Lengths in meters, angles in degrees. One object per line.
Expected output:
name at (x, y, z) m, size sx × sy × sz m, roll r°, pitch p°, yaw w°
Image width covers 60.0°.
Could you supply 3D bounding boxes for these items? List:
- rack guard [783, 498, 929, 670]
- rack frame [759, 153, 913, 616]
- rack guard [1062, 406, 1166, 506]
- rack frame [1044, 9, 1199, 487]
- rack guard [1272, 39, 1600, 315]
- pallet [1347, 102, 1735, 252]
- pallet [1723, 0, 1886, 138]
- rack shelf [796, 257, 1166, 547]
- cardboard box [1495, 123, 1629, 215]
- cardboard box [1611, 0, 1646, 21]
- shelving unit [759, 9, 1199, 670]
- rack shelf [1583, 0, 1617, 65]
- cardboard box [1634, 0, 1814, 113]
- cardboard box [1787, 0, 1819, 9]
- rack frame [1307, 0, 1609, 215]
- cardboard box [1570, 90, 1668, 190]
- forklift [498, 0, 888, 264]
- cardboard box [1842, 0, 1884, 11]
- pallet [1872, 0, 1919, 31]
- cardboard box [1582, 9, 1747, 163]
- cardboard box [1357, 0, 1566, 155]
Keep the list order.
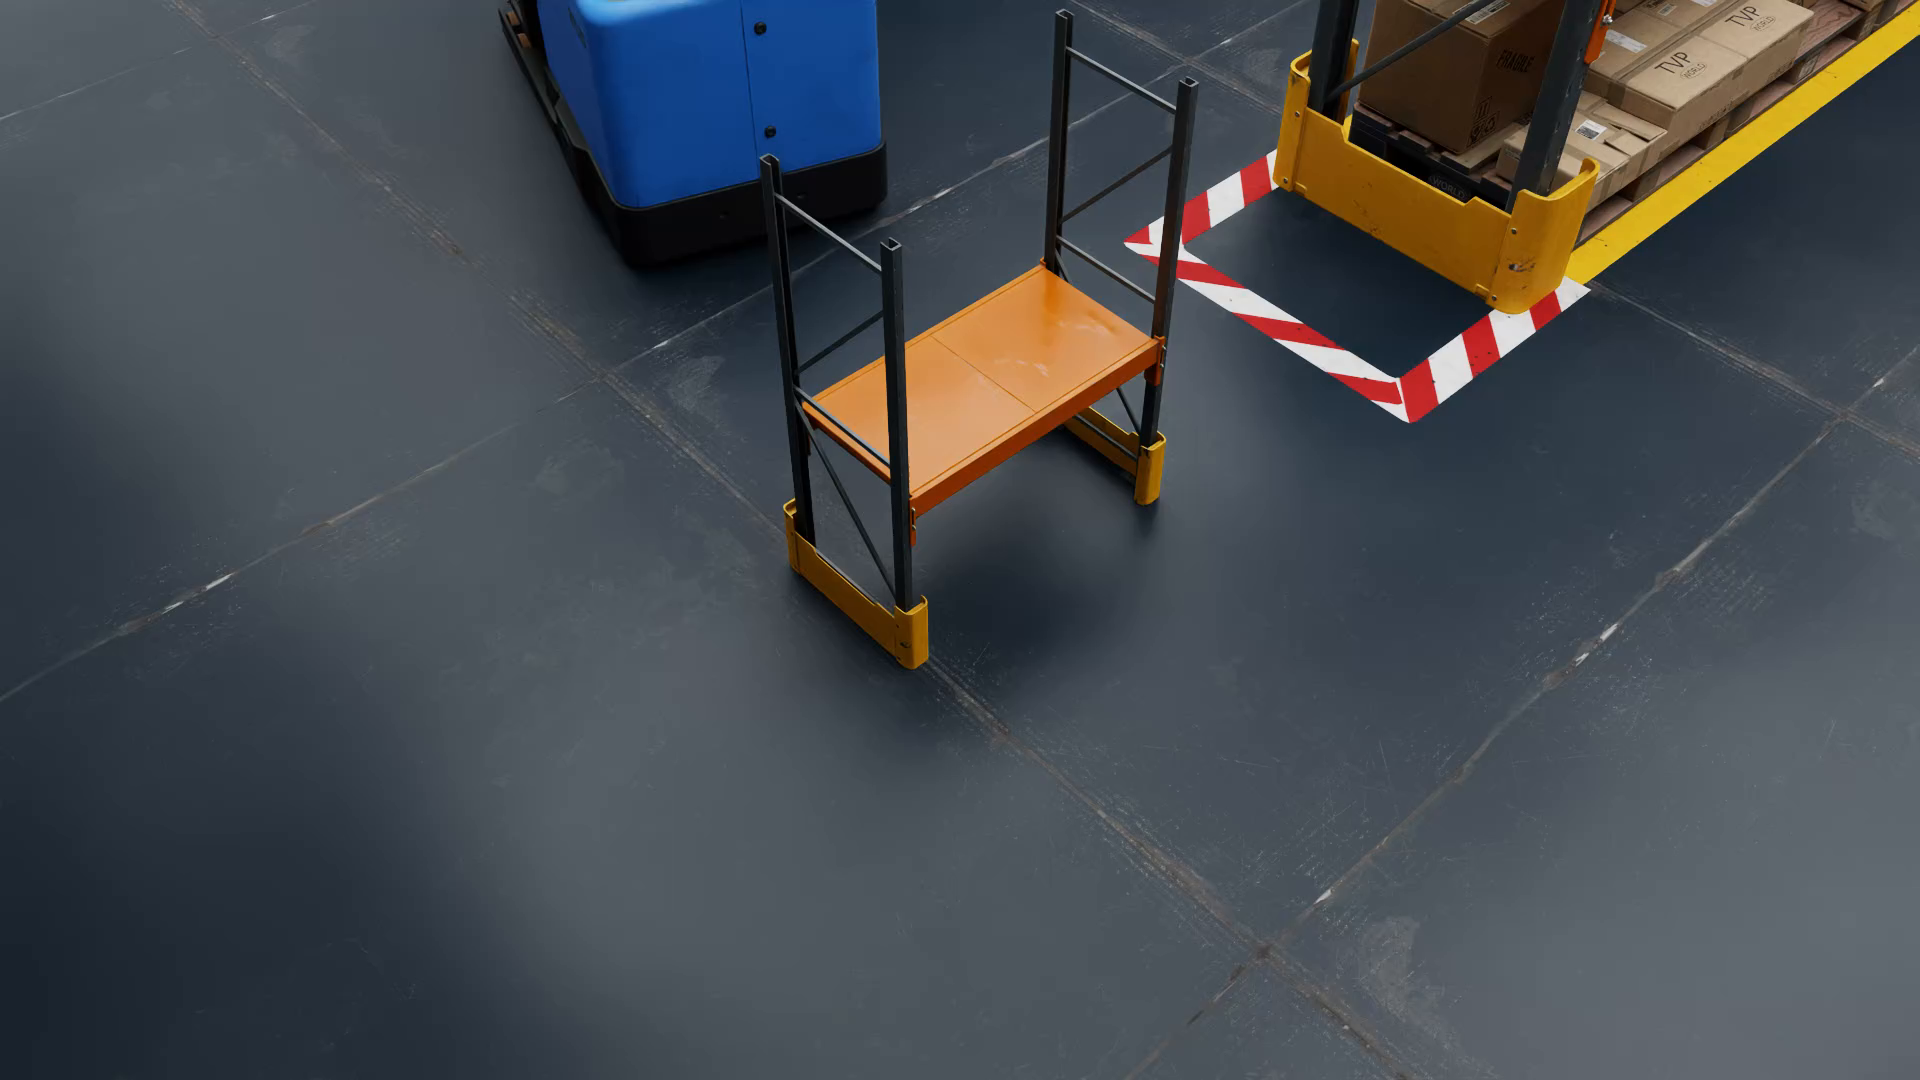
rack guard at (-0.312, 0.124, 4.966) m, size 0.087 × 0.250 × 0.587 m, roll -34°, pitch 56°, yaw -27°
rack frame at (-0.313, -0.299, 4.506) m, size 0.032 × 1.500 × 0.500 m, roll -34°, pitch 56°, yaw -27°
rack guard at (0.425, -0.369, 5.420) m, size 0.087 × 0.250 × 0.587 m, roll -34°, pitch 56°, yaw -27°
rack frame at (0.439, -0.802, 4.970) m, size 0.032 × 1.500 × 0.500 m, roll -34°, pitch 56°, yaw -27°
rack guard at (1.727, -1.365, 6.170) m, size 0.348 × 0.500 × 1.175 m, roll -34°, pitch 56°, yaw -27°
pallet at (2.316, -1.662, 6.640) m, size 1.213 × 0.211 × 1.003 m, roll -34°, pitch 56°, yaw -27°
pallet at (3.219, -2.262, 7.194) m, size 1.213 × 0.211 × 1.003 m, roll -34°, pitch 56°, yaw -27°
rack shelf at (0.063, -0.429, 4.870) m, size 1.000 × 0.185 × 0.538 m, roll -34°, pitch 56°, yaw -27°
cardboard box at (2.212, -1.378, 6.121) m, size 0.250 × 0.149 × 0.380 m, roll -34°, pitch 56°, yaw -27°
cardboard box at (2.631, -2.248, 6.855) m, size 0.500 × 0.250 × 0.500 m, roll -34°, pitch 56°, yaw -27°
shelving unit at (0.056, -0.546, 4.734) m, size 1.083 × 1.500 × 0.587 m, roll -34°, pitch 56°, yaw -27°
rack shelf at (3.151, -2.920, 6.393) m, size 4.000 × 0.370 × 1.077 m, roll -34°, pitch 56°, yaw -27°
cardboard box at (3.004, -2.001, 6.627) m, size 0.500 × 0.250 × 0.500 m, roll -34°, pitch 56°, yaw -27°
cardboard box at (3.244, -2.524, 6.937) m, size 0.637 × 0.503 × 0.797 m, roll -34°, pitch 56°, yaw -27°
rack frame at (1.671, -2.175, 5.216) m, size 0.127 × 3.000 × 1.000 m, roll -34°, pitch 56°, yaw -27°
cardboard box at (2.397, -1.507, 6.228) m, size 0.250 × 0.166 × 0.380 m, roll -34°, pitch 56°, yaw -27°
forklift at (-1.333, -3.103, 6.119) m, size 1.130 × 2.935 × 3.031 m, roll -18°, pitch 50°, yaw -16°
cardboard box at (3.845, -2.584, 7.123) m, size 0.500 × 0.311 × 0.500 m, roll -34°, pitch 56°, yaw -27°
pallet at (4.122, -2.868, 7.753) m, size 1.213 × 0.211 × 1.003 m, roll -34°, pitch 56°, yaw -27°
cardboard box at (2.634, -1.754, 6.399) m, size 0.500 × 0.250 × 0.500 m, roll -34°, pitch 56°, yaw -27°
cardboard box at (1.907, -1.880, 6.345) m, size 0.500 × 0.500 × 0.500 m, roll -34°, pitch 56°, yaw -27°
